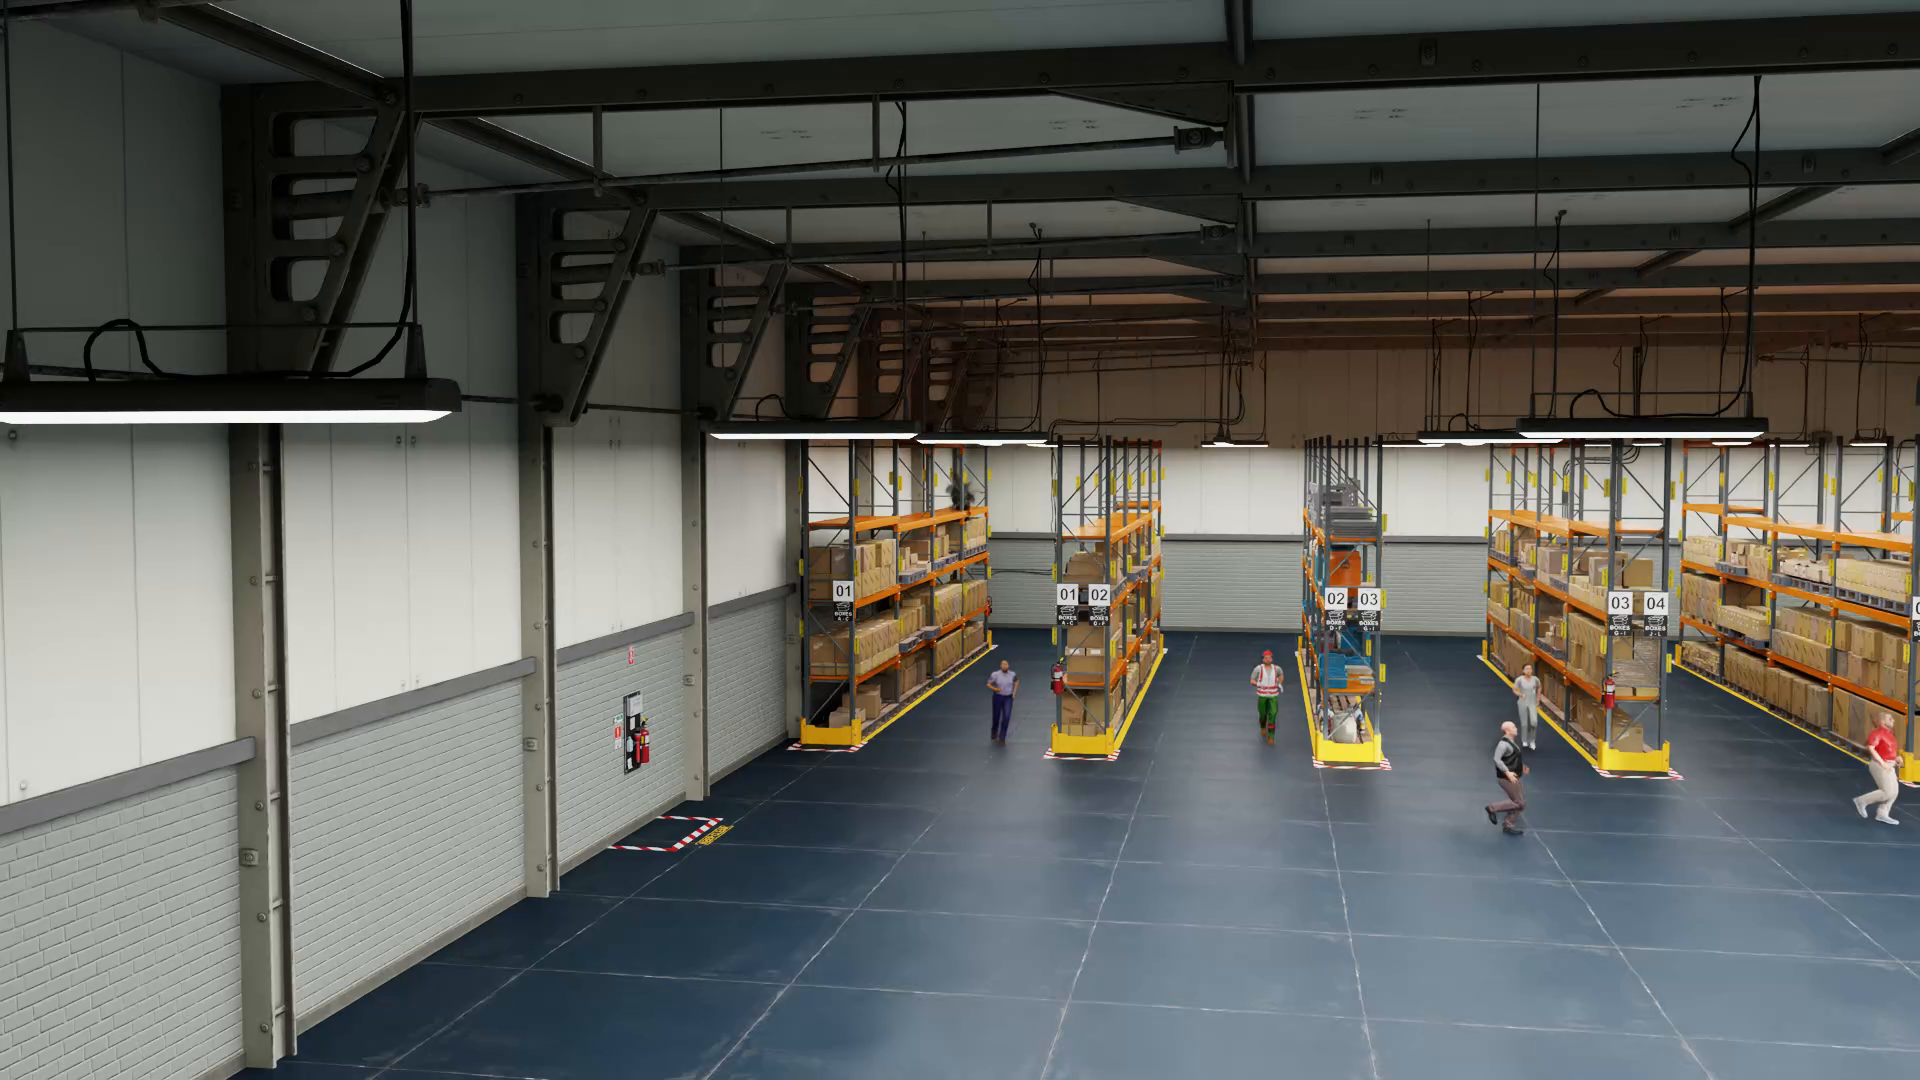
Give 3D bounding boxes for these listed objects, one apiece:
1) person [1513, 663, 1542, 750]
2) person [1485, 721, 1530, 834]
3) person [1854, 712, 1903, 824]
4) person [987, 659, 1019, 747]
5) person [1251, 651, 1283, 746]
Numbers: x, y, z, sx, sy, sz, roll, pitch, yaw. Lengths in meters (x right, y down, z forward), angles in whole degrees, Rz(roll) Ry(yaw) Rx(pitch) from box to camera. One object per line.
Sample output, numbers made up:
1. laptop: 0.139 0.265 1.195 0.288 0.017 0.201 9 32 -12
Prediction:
1. person: 10.836 3.175 31.752 0.557 1.662 0.672 1 3 13
2. person: 8.179 3.552 24.839 0.583 1.667 0.665 2 4 31
3. person: 14.156 3.495 25.623 0.602 1.703 0.684 3 4 43
4. person: 0.842 3.149 32.454 0.626 1.674 0.853 0 3 -2
5. person: 5.992 3.050 32.462 0.637 1.786 0.987 0 3 5
